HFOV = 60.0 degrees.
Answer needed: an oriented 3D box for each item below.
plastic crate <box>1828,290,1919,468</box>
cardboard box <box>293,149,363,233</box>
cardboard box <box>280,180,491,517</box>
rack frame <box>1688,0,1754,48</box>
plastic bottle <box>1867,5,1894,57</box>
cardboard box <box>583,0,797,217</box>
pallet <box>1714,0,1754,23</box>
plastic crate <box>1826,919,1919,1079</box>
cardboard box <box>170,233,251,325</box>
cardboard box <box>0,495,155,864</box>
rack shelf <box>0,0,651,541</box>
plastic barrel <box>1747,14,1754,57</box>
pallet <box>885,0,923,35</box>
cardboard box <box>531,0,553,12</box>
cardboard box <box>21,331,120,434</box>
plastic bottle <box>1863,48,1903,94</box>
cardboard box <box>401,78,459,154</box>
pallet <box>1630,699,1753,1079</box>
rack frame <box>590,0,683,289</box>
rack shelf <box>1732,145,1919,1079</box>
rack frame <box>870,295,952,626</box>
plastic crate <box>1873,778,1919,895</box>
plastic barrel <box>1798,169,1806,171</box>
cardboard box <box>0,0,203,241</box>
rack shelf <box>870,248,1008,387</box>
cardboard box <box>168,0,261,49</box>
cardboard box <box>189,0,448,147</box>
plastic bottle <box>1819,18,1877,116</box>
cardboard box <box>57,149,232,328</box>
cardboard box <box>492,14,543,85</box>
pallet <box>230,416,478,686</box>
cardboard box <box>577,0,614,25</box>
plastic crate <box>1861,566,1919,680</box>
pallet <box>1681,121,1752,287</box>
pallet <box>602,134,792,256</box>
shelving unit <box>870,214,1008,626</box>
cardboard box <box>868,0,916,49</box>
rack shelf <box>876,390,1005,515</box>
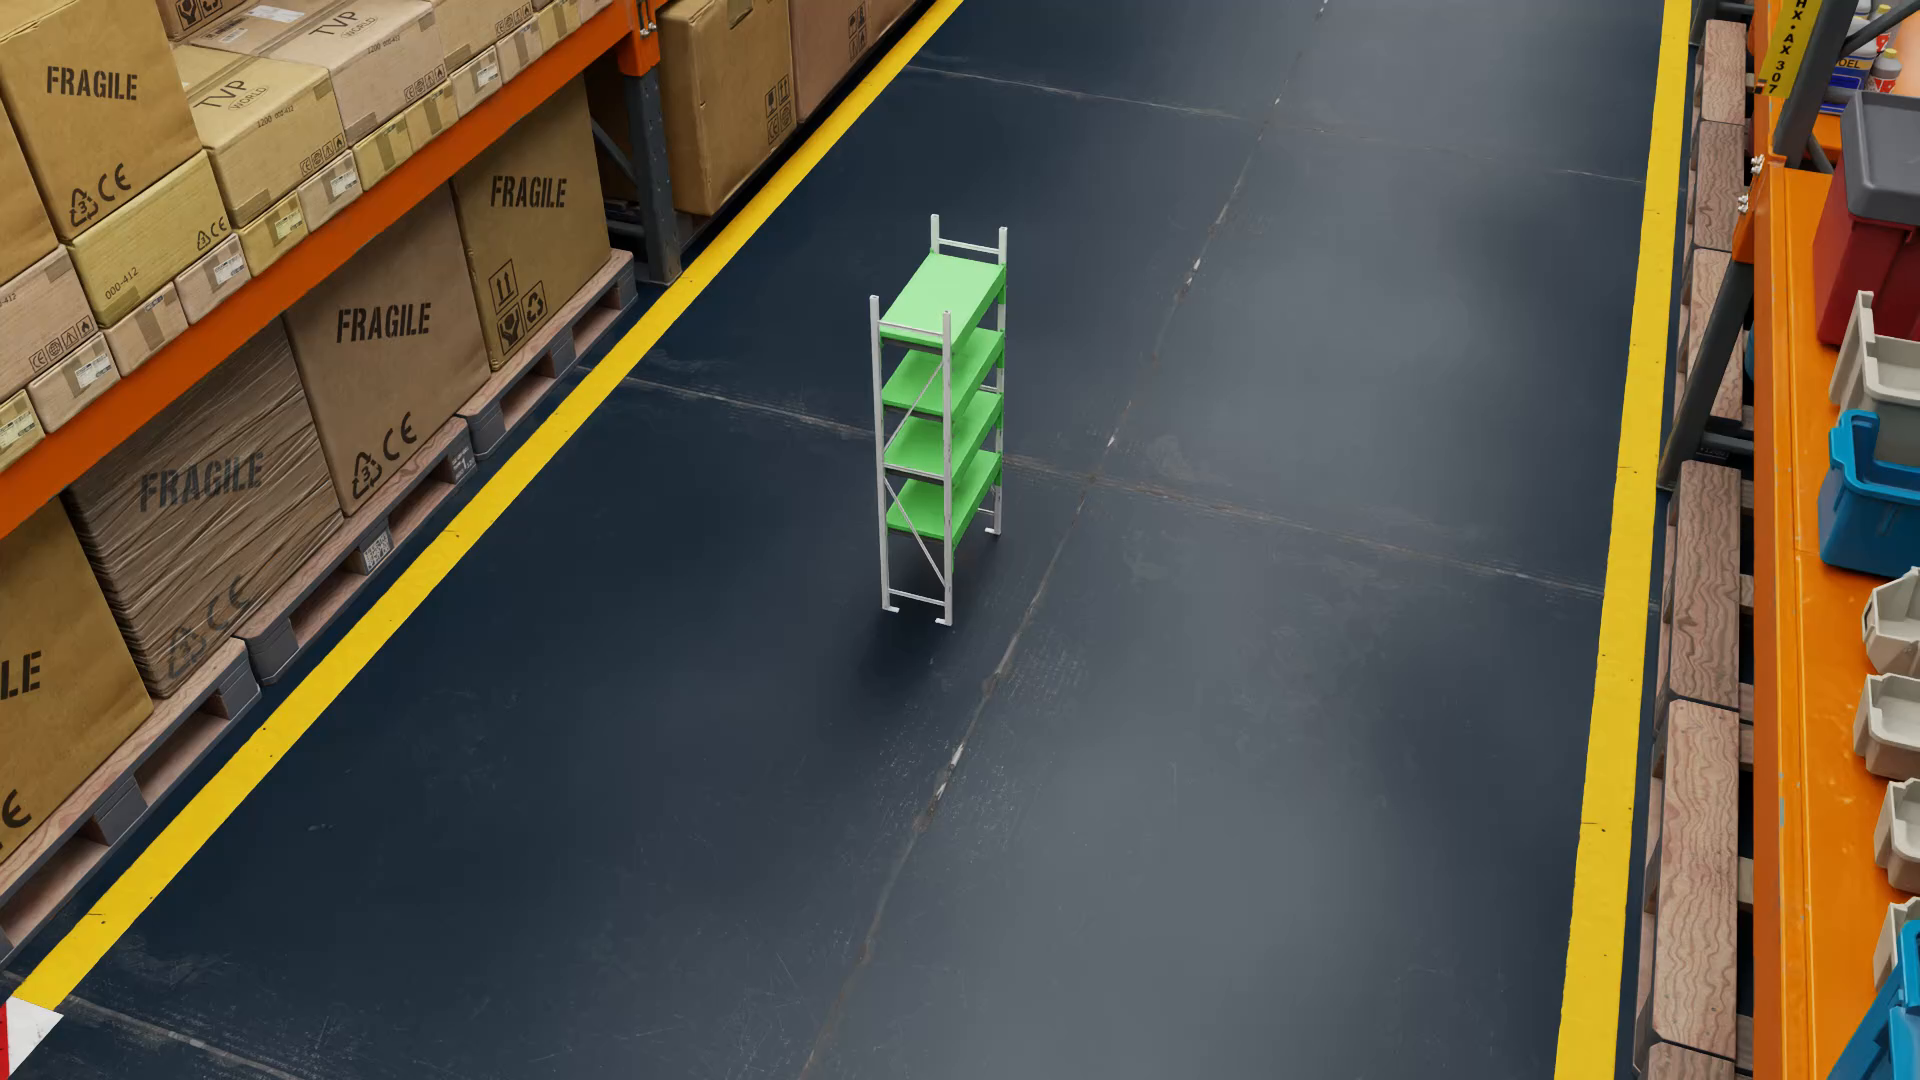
[{"bbox_3d":[2.288,-0.334,3.876,0.437,0.282,0.530,13,42,15],"label":"plastic crate"},{"bbox_3d":[-1.994,-1.053,4.867,0.380,0.149,0.250,14,42,16],"label":"cardboard box"},{"bbox_3d":[-2.279,-0.764,5.648,0.875,0.875,0.875,13,42,15],"label":"cardboard box"},{"bbox_3d":[4.352,-3.687,7.760,1.000,3.000,0.127,13,42,15],"label":"rack frame"},{"bbox_3d":[3.063,-1.690,5.573,0.097,0.201,0.097,0,40,0],"label":"plastic bottle"},{"bbox_3d":[-1.471,-2.092,7.205,1.225,0.875,0.875,13,42,15],"label":"cardboard box"},{"bbox_3d":[4.653,-3.090,9.209,1.003,0.211,1.213,13,42,15],"label":"pallet"},{"bbox_3d":[1.555,0.911,2.298,0.616,0.435,0.499,13,42,15],"label":"plastic crate"},{"bbox_3d":[-2.170,-0.739,4.499,0.380,0.149,0.250,13,42,15],"label":"cardboard box"},{"bbox_3d":[-2.895,0.334,4.361,0.875,0.875,0.875,13,42,15],"label":"cardboard box"},{"bbox_3d":[-2.355,-0.853,4.993,1.077,0.370,4.000,13,42,15],"label":"rack shelf"},{"bbox_3d":[4.200,-2.719,7.974,0.600,0.830,0.708,13,42,15],"label":"plastic barrel"},{"bbox_3d":[-0.643,-3.261,9.409,1.003,0.211,1.213,13,42,15],"label":"pallet"},{"bbox_3d":[-1.575,-2.075,5.757,0.500,0.250,0.500,13,42,14],"label":"cardboard box"},{"bbox_3d":[-2.345,-0.427,4.132,0.380,0.149,0.250,13,42,14],"label":"cardboard box"},{"bbox_3d":[2.938,-1.467,5.312,0.097,0.201,0.097,0,40,0],"label":"plastic bottle"},{"bbox_3d":[-1.819,-1.364,5.231,0.380,0.149,0.250,14,42,16],"label":"cardboard box"},{"bbox_3d":[2.353,1.018,4.395,1.003,0.211,1.213,13,42,15],"label":"pallet"},{"bbox_3d":[-1.671,-2.346,6.189,1.000,3.000,0.127,13,42,15],"label":"rack frame"},{"bbox_3d":[2.300,0.247,3.704,1.077,0.370,4.000,13,42,15],"label":"rack shelf"},{"bbox_3d":[-0.140,-0.207,5.068,0.240,1.200,0.015,13,42,15],"label":"rack frame"},{"bbox_3d":[1.837,0.559,2.940,0.396,0.136,0.243,13,42,15],"label":"plastic crate"},{"bbox_3d":[3.428,-1.368,6.336,0.600,0.901,0.708,13,42,15],"label":"plastic barrel"},{"bbox_3d":[-2.278,-1.103,4.040,0.500,0.500,0.500,12,42,14],"label":"cardboard box"},{"bbox_3d":[-0.057,-0.672,4.972,0.258,0.148,0.480,13,42,15],"label":"rack shelf"},{"bbox_3d":[-2.424,-1.554,5.147,0.500,0.250,0.500,14,43,16],"label":"cardboard box"},{"bbox_3d":[-1.924,-1.447,5.022,0.500,0.250,0.500,14,42,16],"label":"cardboard box"},{"bbox_3d":[2.815,-1.512,5.306,0.152,0.276,0.135,13,42,15],"label":"plastic bottle"},{"bbox_3d":[-2.274,-0.820,4.286,0.500,0.250,0.500,12,42,14],"label":"cardboard box"},{"bbox_3d":[-1.643,-1.678,5.600,0.380,0.149,0.250,13,42,14],"label":"cardboard box"},{"bbox_3d":[-2.420,-0.092,5.696,1.003,0.211,1.213,13,42,15],"label":"pallet"},{"bbox_3d":[-1.467,-1.992,5.967,0.380,0.149,0.250,14,42,15],"label":"cardboard box"},{"bbox_3d":[1.993,0.199,3.362,0.298,0.136,0.250,13,42,15],"label":"plastic crate"},{"bbox_3d":[3.702,-1.394,7.221,1.003,0.211,1.213,13,42,15],"label":"pallet"},{"bbox_3d":[-1.478,-1.773,7.665,1.003,0.211,1.213,13,42,15],"label":"pallet"},{"bbox_3d":[-0.057,-0.355,5.242,0.258,1.200,0.503,13,42,15],"label":"shelving unit"},{"bbox_3d":[-0.870,-3.179,8.479,1.225,0.875,0.875,13,42,15],"label":"cardboard box"},{"bbox_3d":[-0.057,-0.307,5.284,0.258,0.148,0.480,13,42,15],"label":"rack shelf"}]
